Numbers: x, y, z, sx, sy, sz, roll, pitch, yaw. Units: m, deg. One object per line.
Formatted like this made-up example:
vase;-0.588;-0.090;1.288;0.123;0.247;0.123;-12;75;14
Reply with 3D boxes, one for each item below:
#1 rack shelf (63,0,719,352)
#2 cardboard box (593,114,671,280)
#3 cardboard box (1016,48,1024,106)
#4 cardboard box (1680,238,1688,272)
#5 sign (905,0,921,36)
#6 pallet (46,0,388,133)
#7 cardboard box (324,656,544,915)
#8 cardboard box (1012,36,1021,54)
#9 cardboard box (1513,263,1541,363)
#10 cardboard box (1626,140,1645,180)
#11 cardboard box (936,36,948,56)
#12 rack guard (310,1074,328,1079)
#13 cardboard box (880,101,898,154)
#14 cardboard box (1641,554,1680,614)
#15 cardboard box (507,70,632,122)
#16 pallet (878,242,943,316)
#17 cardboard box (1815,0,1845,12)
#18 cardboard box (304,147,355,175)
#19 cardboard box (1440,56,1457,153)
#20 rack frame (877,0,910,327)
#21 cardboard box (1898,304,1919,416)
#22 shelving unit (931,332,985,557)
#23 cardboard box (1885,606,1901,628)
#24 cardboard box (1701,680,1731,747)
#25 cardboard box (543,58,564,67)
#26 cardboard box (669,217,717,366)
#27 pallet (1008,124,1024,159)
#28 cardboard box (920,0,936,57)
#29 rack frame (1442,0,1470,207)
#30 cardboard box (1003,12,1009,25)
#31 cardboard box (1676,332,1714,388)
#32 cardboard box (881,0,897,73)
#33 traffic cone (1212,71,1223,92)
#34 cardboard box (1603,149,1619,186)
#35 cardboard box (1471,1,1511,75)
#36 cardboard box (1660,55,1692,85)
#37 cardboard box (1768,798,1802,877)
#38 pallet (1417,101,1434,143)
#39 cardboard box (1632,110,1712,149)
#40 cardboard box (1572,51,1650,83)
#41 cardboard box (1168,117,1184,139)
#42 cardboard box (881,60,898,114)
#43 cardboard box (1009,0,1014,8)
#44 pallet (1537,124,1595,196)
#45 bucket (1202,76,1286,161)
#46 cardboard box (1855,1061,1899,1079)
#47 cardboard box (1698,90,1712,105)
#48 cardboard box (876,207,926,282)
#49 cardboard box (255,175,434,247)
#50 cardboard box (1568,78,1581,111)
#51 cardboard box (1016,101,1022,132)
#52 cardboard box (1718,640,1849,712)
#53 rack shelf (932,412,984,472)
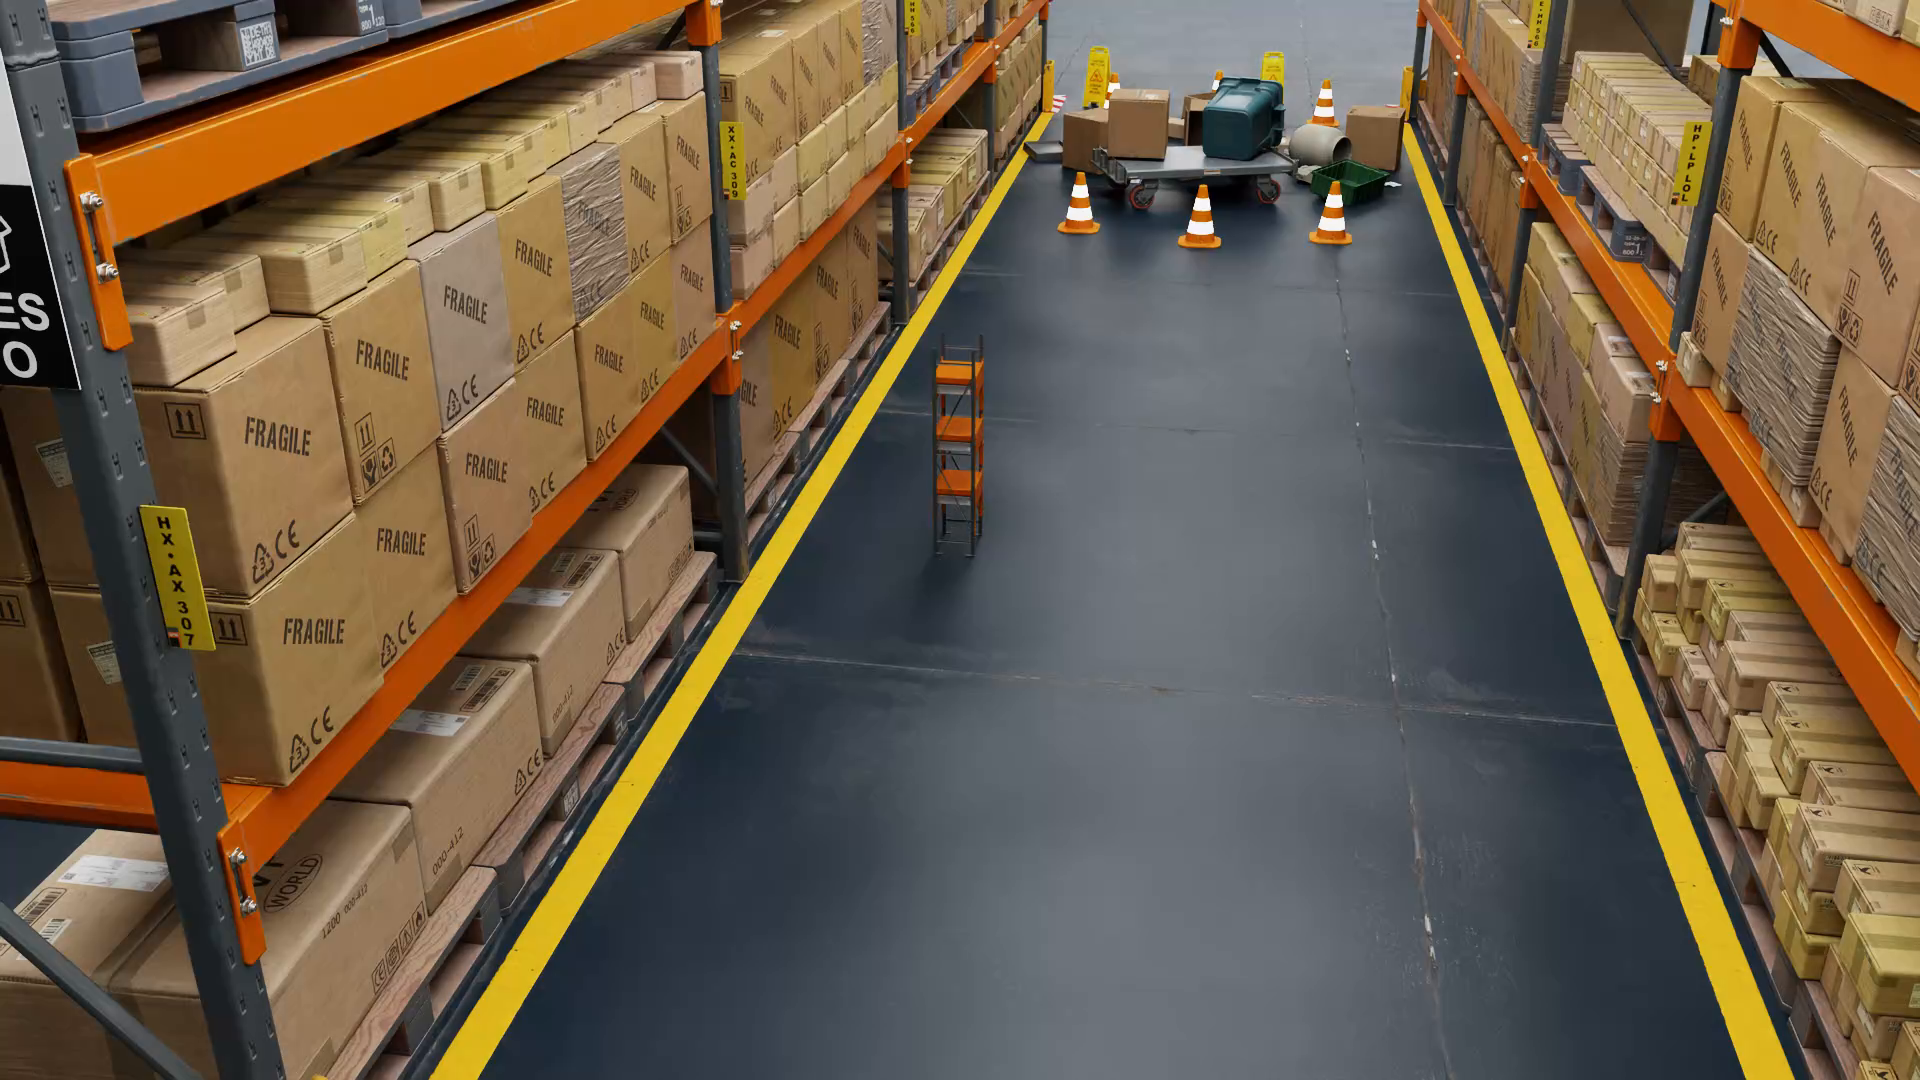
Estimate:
rack shelf;-1.830;-1.401;5.015;1.077;0.370;4.000;4;25;9
cardboard box;-1.398;-1.275;6.138;0.500;0.500;0.500;4;25;8
cardboard box;0.330;-4.505;16.199;0.500;0.500;0.500;5;26;11
cardboard box;3.267;-1.160;6.992;0.380;0.149;0.250;3;25;7
sign;-0.301;-3.365;10.535;0.100;0.325;0.005;4;25;9
pallet;-2.045;-1.161;3.759;1.003;0.211;1.213;4;25;9
cardboard box;-2.006;0.772;5.589;0.875;0.438;0.875;5;25;10
cardboard box;0.370;-4.733;15.922;0.380;0.149;0.250;5;26;12
cardboard box;3.684;-1.357;10.064;0.500;0.500;0.500;3;25;6
cardboard box;3.479;-1.847;8.108;0.380;0.149;0.250;4;25;9
cardboard box;-0.300;-3.750;12.524;0.380;0.149;0.250;5;26;10
rack guard;-2.160;1.610;4.220;1.175;0.500;0.348;4;25;9
cardboard box;-0.675;-2.580;10.401;0.500;0.250;0.500;3;25;7
cardboard box;3.022;0.192;6.819;0.380;0.149;0.250;5;26;11
cardboard box;-1.440;-1.640;6.152;0.380;0.149;0.250;4;25;9
pallet;-0.720;-1.942;12.149;1.003;0.211;1.213;4;25;9
cardboard box;2.988;-1.809;5.216;0.500;0.250;0.500;4;25;8
cardboard box;-2.079;-1.134;5.071;0.380;0.149;0.250;5;26;10
cardboard box;5.020;-4.113;15.510;0.875;0.875;0.875;4;25;9
rack frame;-0.849;-2.878;10.860;1.000;3.000;0.127;4;25;9
cardboard box;2.732;-0.503;4.137;0.500;0.500;0.500;5;26;11
shelving unit;-0.009;-0.453;7.980;0.215;1.050;0.252;4;25;9
cardboard box;2.816;0.194;4.594;0.380;0.149;0.250;3;25;6
cardboard box;2.996;0.655;6.179;0.380;0.149;0.250;4;25;7
cardboard box;-1.810;-1.883;6.671;0.380;0.149;0.250;4;25;8
cardboard box;-1.326;-1.038;6.812;0.500;0.500;0.500;4;25;9
pallet;0.077;-4.083;16.724;1.003;0.211;1.213;4;25;9
cardboard box;-0.469;-3.639;11.521;0.500;0.500;0.500;5;26;11
rack frame;4.705;-4.250;13.791;1.000;3.000;0.127;4;25;9
cardboard box;0.251;-4.870;15.412;0.380;0.149;0.250;5;26;10
cardboard box;3.028;-0.695;6.492;0.380;0.149;0.250;5;26;10
cardboard box;-0.675;-3.142;10.126;0.500;0.500;0.500;3;25;7
traffic cone;2.812;-4.871;18.110;0.336;0.463;0.334;4;25;9
cardboard box;3.564;-1.926;8.627;0.380;0.149;0.250;4;25;9
cardboard box;4.272;-3.883;12.889;0.500;0.500;0.500;4;25;9
cardboard box;4.391;-2.791;10.557;0.500;0.500;0.500;4;25;9
cardboard box;2.764;0.954;5.191;0.380;0.149;0.250;5;26;11
pallet;5.305;-4.320;17.231;1.003;0.211;1.213;4;25;9
cardboard box;3.484;-1.976;8.033;0.380;0.149;0.250;3;25;6
cardboard box;3.784;-2.741;9.667;0.380;0.149;0.250;4;25;9
cardboard box;2.237;-4.245;17.143;0.380;0.149;0.250;19;31;35
cardboard box;-0.677;-2.816;10.315;0.500;0.250;0.500;4;25;8
cardboard box;0.211;-5.107;15.153;0.500;0.500;0.500;4;25;8
pallet;4.040;-2.185;9.605;1.213;0.211;1.003;4;25;9
bucket;2.452;-3.672;14.626;0.726;0.611;0.620;13;38;26
cardboard box;2.566;1.521;4.331;0.380;0.149;0.250;5;26;10
cardboard box;4.378;-2.438;9.371;0.380;0.149;0.250;5;26;10
cardboard box;-0.747;-2.113;11.831;0.950;0.372;0.625;2;25;5
cardboard box;-1.681;-0.893;4.557;0.380;0.149;0.250;4;25;9
cardboard box;3.774;-2.600;9.717;0.380;0.149;0.250;5;26;11
cardboard box;0.328;-4.170;16.368;0.500;0.250;0.500;4;25;8
cardboard box;2.898;0.489;5.833;0.380;0.149;0.250;5;25;10
rack shelf;-0.009;-0.444;7.984;0.215;0.259;0.240;4;25;9
